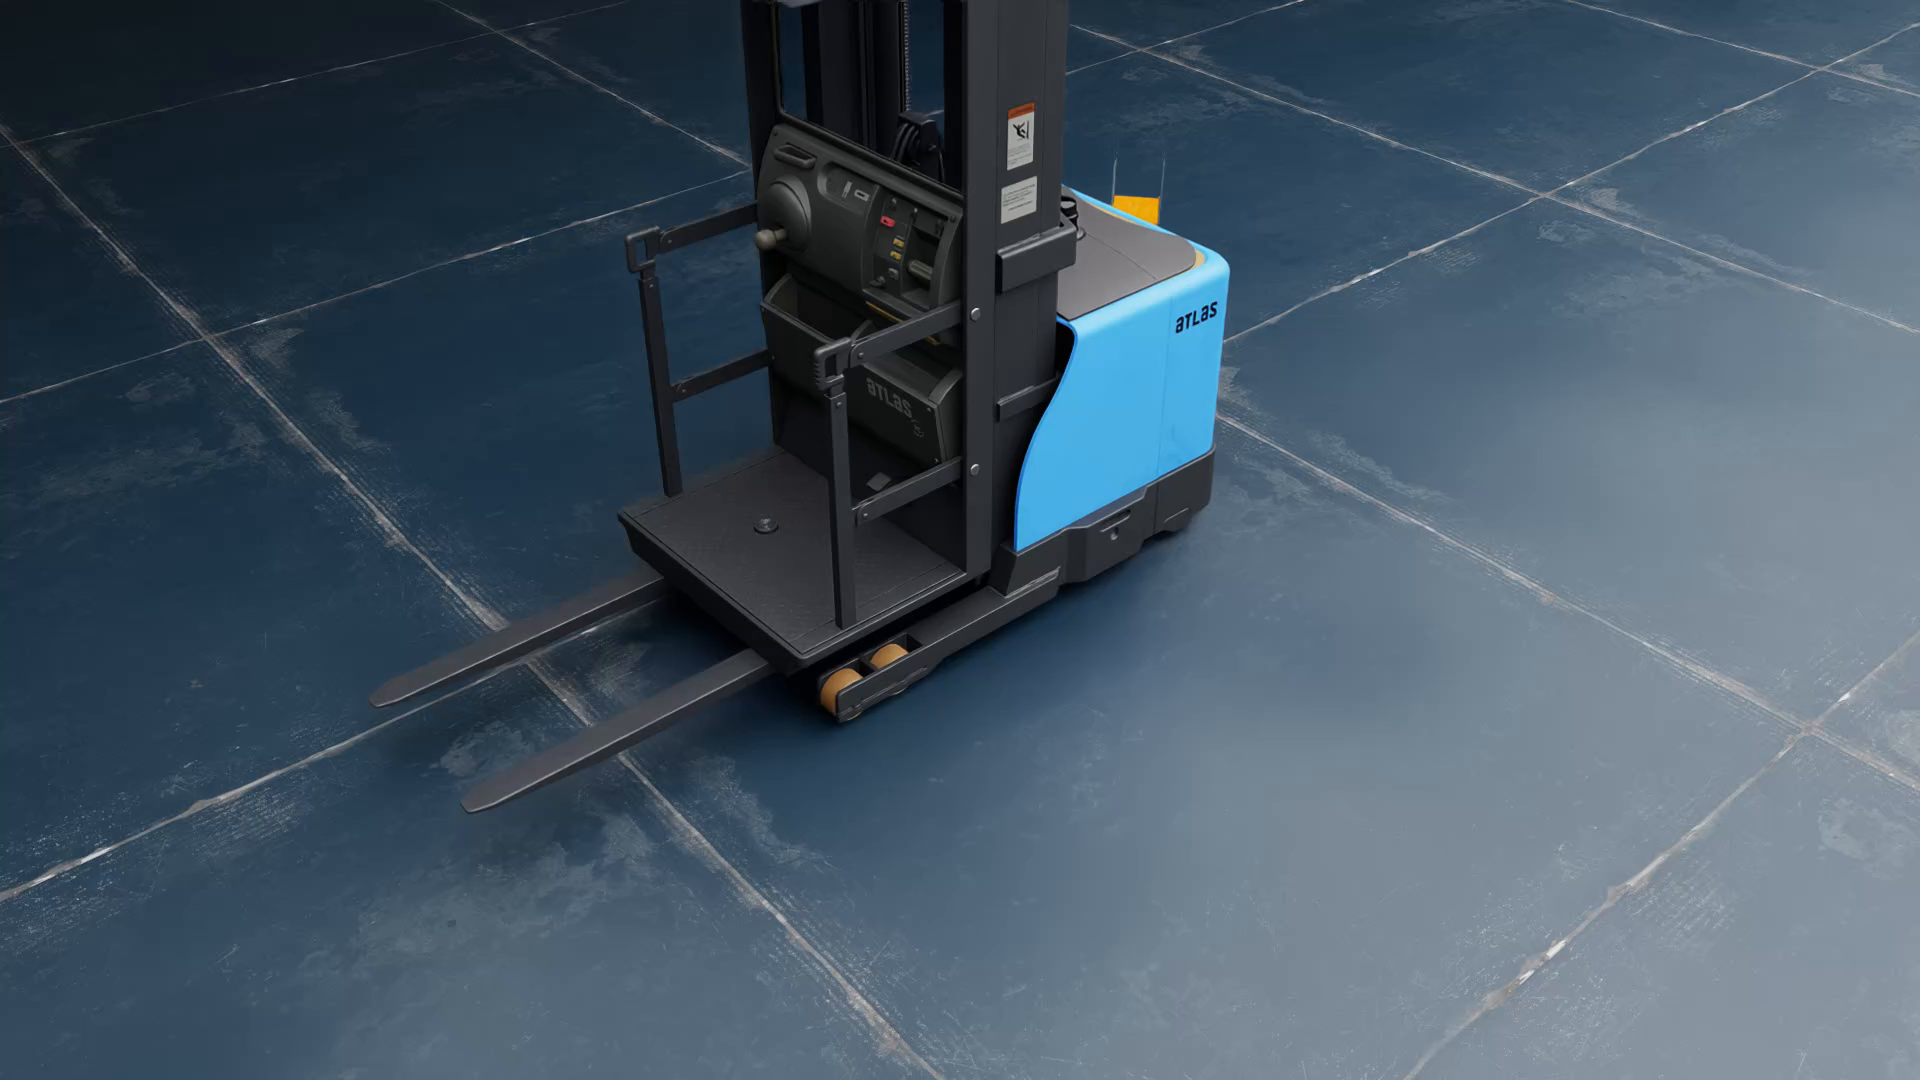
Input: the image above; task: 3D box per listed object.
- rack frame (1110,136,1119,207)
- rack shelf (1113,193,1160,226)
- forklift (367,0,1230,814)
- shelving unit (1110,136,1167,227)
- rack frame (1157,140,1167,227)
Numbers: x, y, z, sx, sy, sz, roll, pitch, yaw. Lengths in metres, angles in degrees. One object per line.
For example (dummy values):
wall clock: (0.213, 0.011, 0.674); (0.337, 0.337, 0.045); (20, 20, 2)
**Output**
rack frame: (0.574, -0.981, 6.590); (0.006, 1.200, 0.240); (5, 36, 5)
rack shelf: (0.671, -1.230, 6.399); (0.180, 0.103, 0.258); (5, 36, 5)
forklift: (-0.485, -0.952, 5.058); (3.031, 2.935, 1.130); (-27, 43, -32)
shelving unit: (0.665, -0.973, 6.582); (0.189, 1.200, 0.258); (5, 36, 5)
rack frame: (0.755, -0.964, 6.573); (0.006, 1.200, 0.240); (5, 36, 5)
